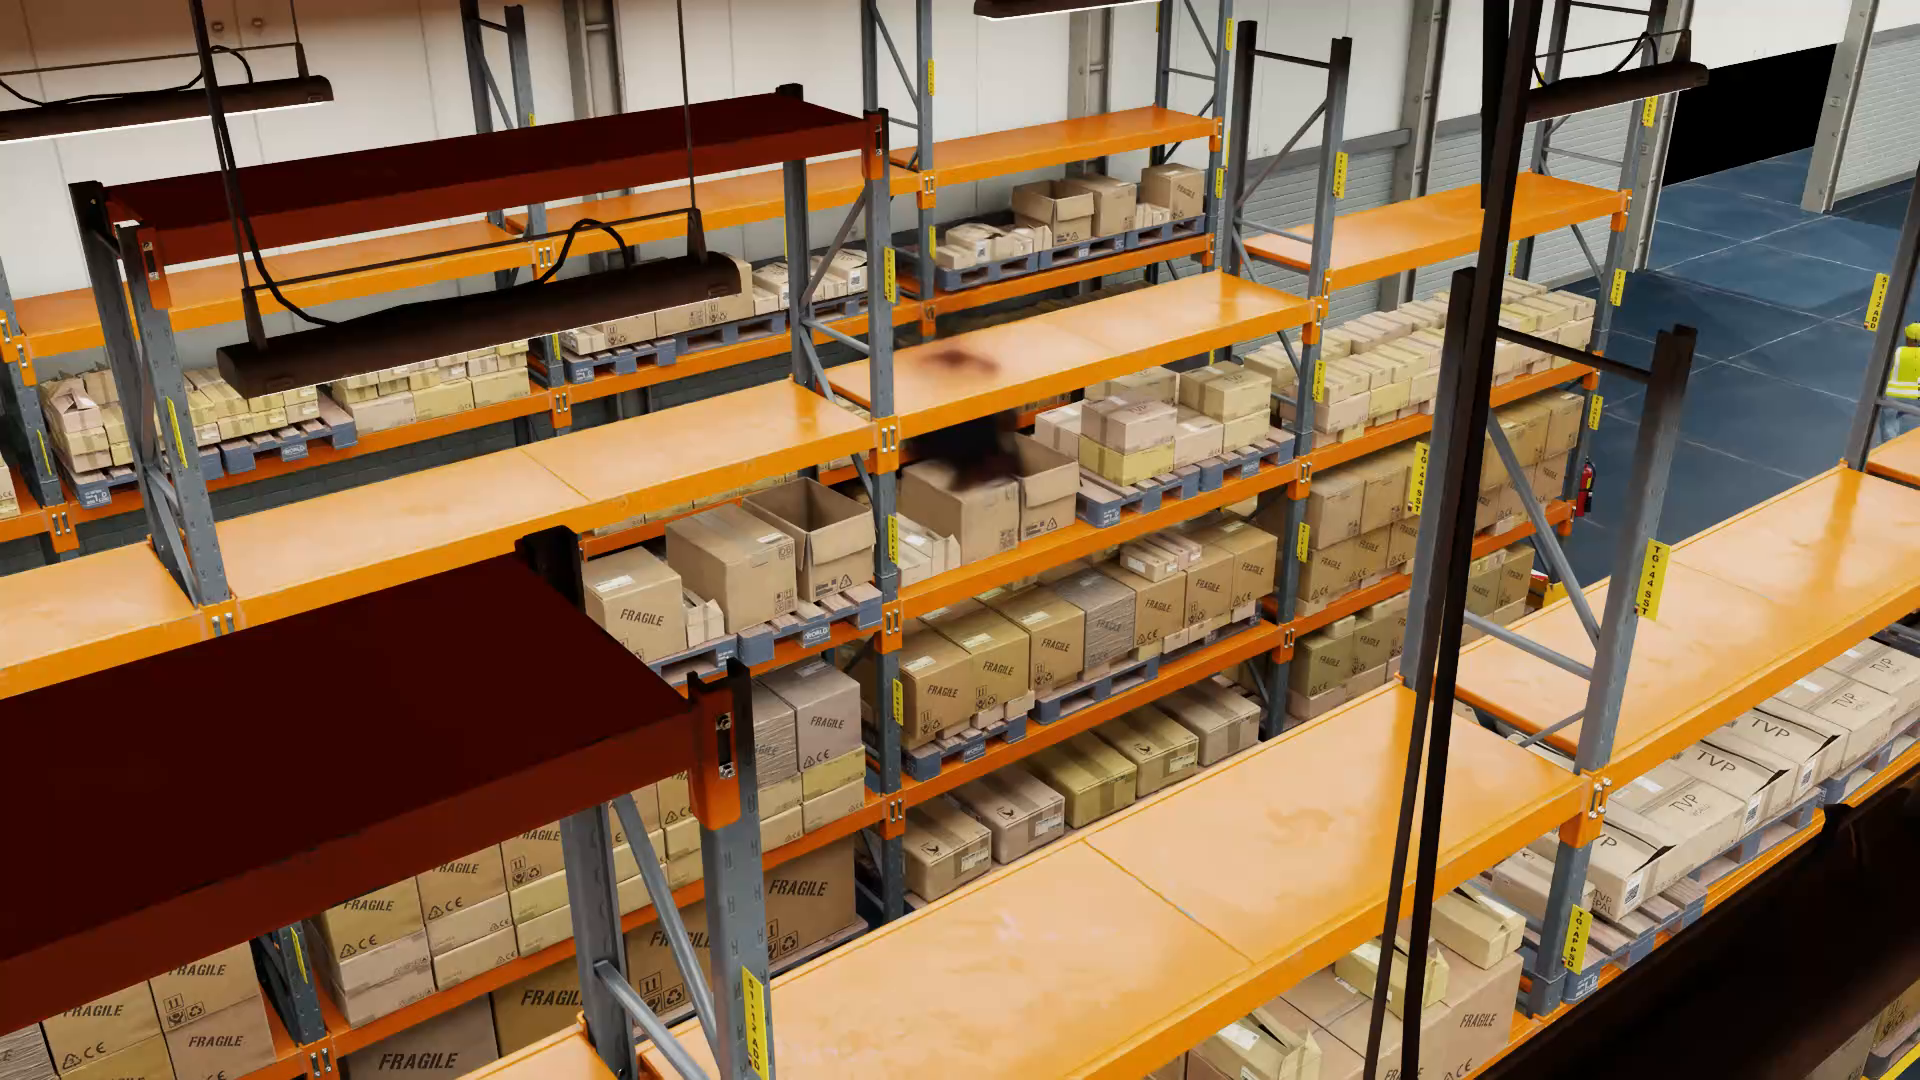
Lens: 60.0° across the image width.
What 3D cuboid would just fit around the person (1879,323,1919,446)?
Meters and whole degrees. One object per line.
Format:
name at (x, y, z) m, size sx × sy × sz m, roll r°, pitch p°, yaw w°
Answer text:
person at (11.011, -1.670, 19.494) m, size 0.677 × 1.821 × 0.820 m, roll 2°, pitch 26°, yaw 4°
